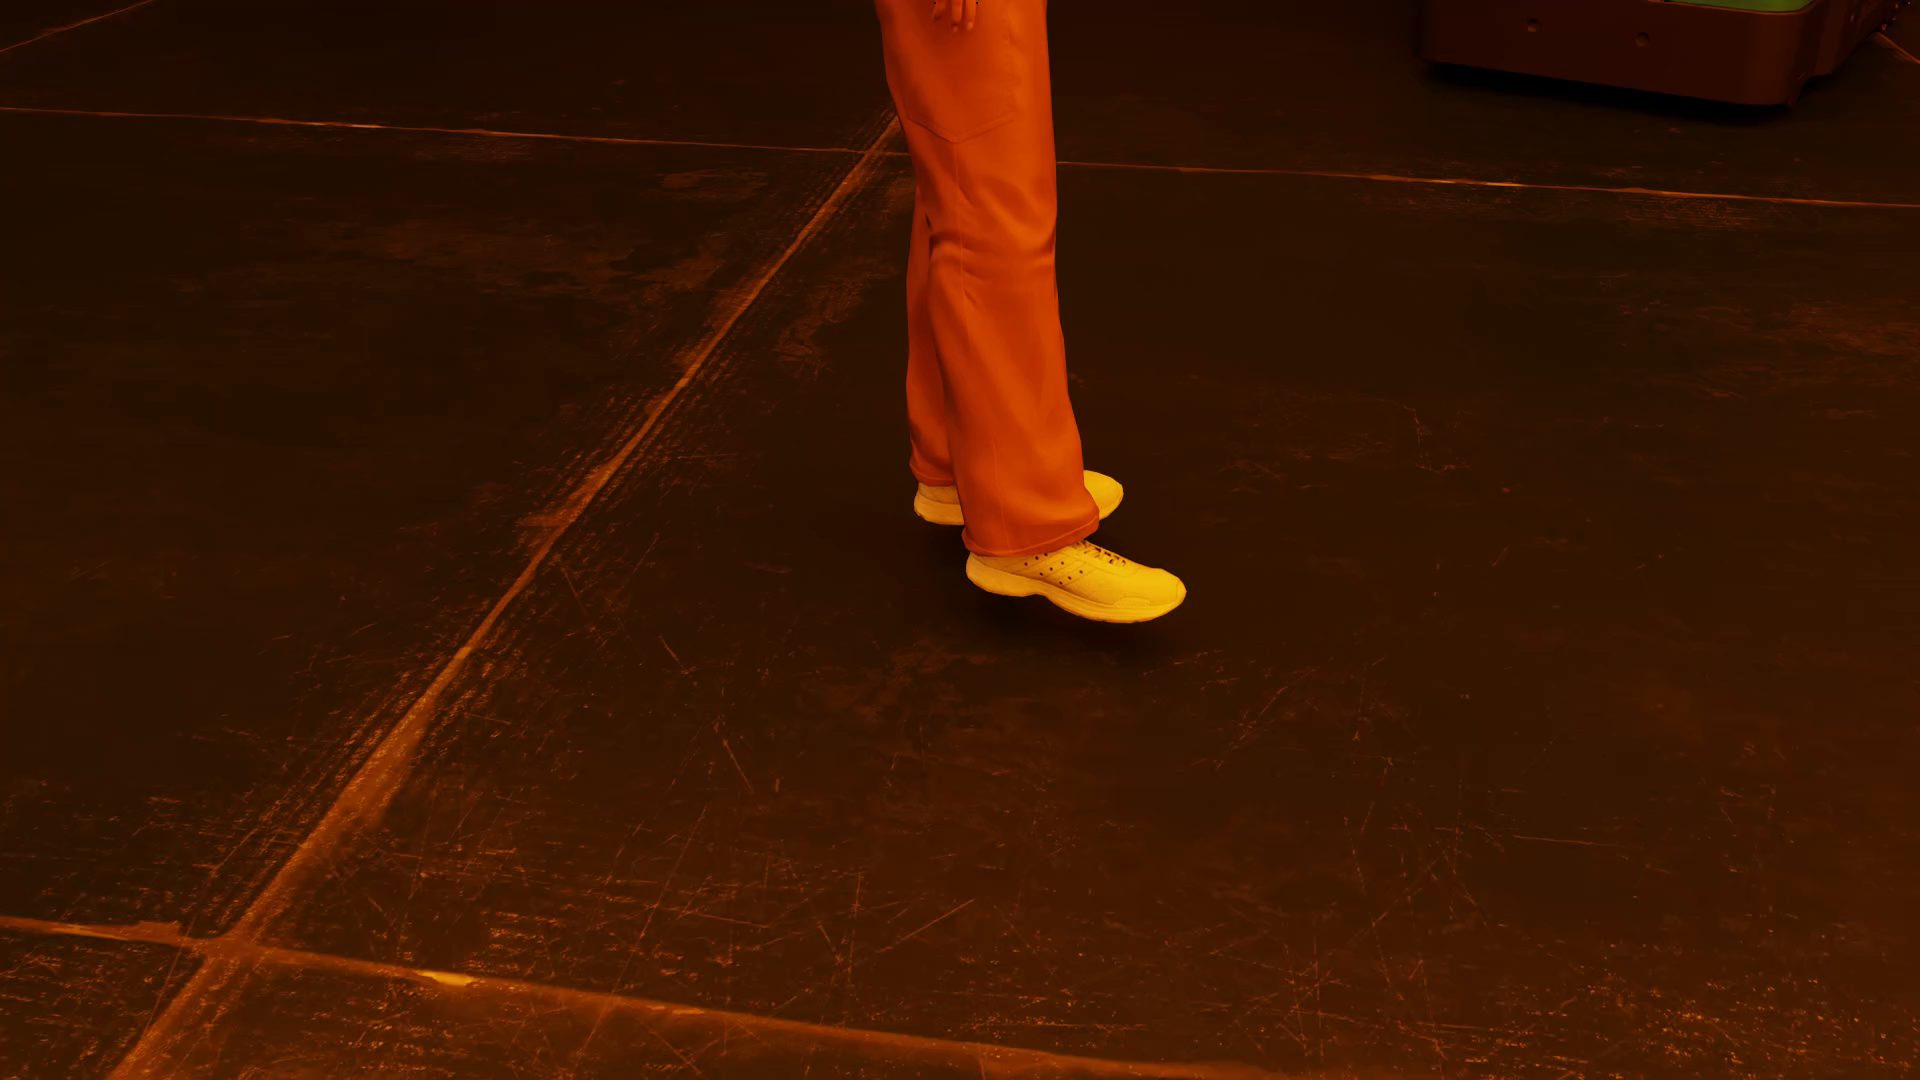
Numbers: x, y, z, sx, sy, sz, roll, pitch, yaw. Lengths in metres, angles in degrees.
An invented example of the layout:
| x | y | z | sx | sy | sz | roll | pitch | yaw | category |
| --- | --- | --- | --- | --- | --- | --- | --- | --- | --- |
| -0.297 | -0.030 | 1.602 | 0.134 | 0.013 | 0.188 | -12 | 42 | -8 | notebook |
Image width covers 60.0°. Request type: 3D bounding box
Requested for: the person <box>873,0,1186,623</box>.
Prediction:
| x | y | z | sx | sy | sz | roll | pitch | yaw | category |
| --- | --- | --- | --- | --- | --- | --- | --- | --- | --- |
| 0.070 | -0.763 | 2.050 | 0.548 | 1.675 | 0.554 | 5 | 29 | 9 | person |

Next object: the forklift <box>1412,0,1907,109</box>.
| x | y | z | sx | sy | sz | roll | pitch | yaw | category |
| --- | --- | --- | --- | --- | --- | --- | --- | --- | --- |
| 2.610 | -3.106 | 5.080 | 1.130 | 2.935 | 3.031 | 19 | 34 | 30 | forklift |
